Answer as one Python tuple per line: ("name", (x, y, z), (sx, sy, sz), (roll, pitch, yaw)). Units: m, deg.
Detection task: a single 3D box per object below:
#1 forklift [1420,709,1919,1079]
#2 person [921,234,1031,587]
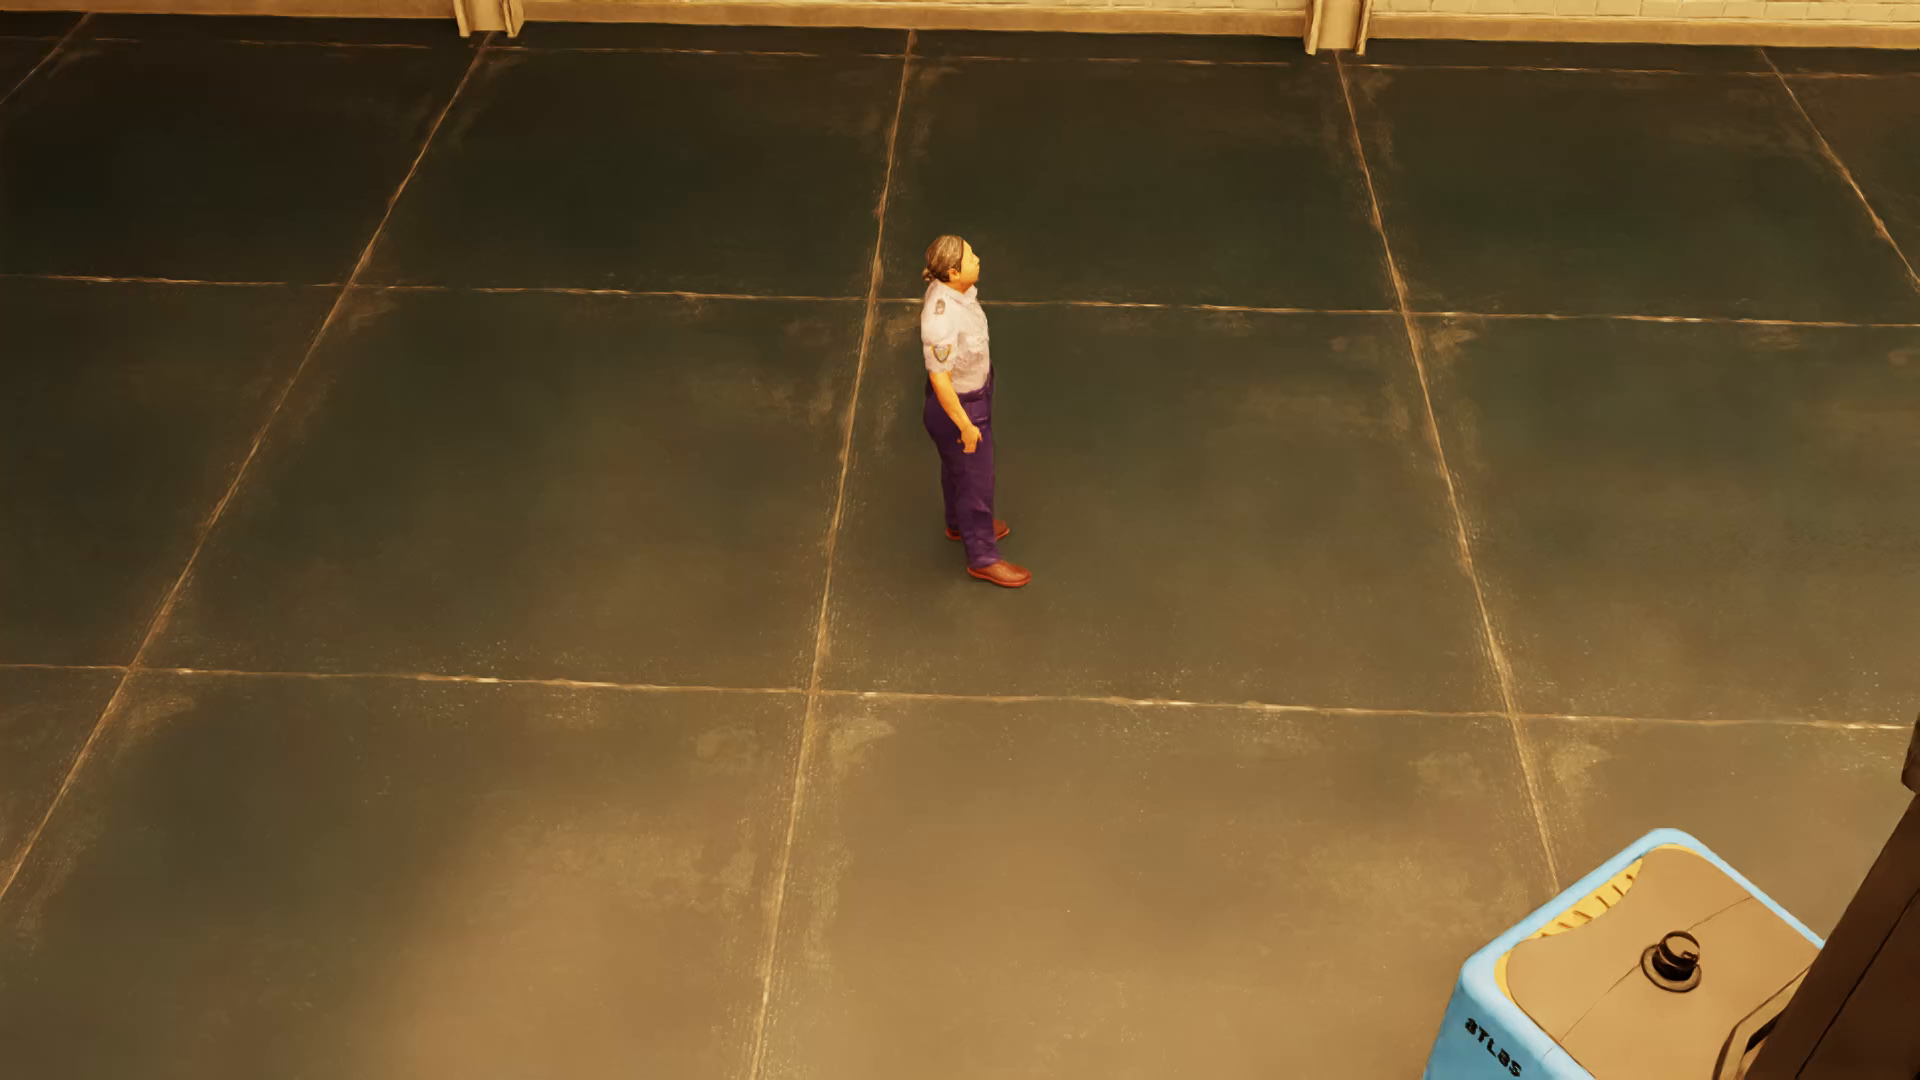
("forklift", (2.723, 1.614, 3.974), (1.130, 2.935, 3.031), (-25, 48, -25))
("person", (0.089, -0.596, 7.336), (0.502, 1.650, 0.599), (2, 42, 2))
